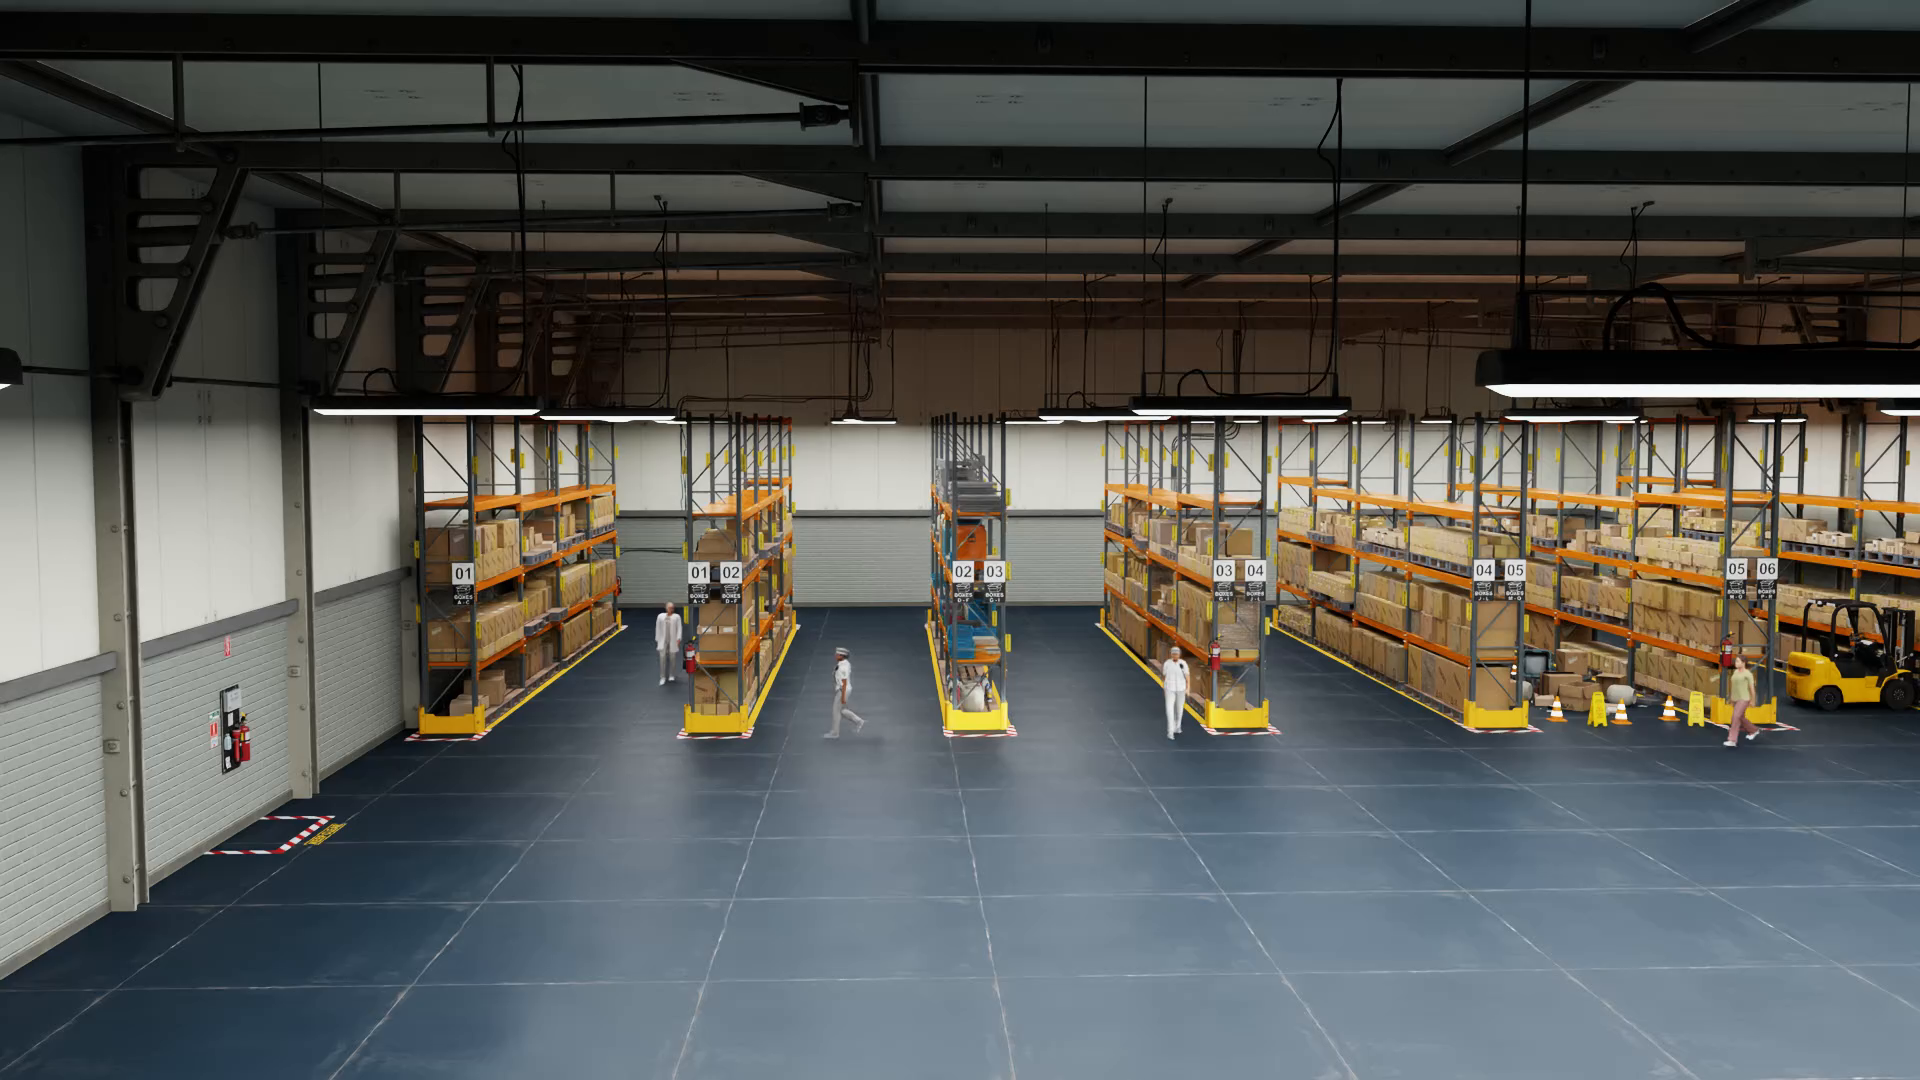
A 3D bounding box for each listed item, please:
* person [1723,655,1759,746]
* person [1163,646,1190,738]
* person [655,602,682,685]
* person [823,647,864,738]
[{"bbox_3d":[14.062,2.868,29.837,0.996,1.625,0.448,-2,4,-24],"label":"person"},{"bbox_3d":[4.014,2.797,30.789,0.498,1.640,0.830,0,4,3],"label":"person"},{"bbox_3d":[-6.534,2.319,37.257,0.607,1.814,0.739,-1,4,-8],"label":"person"},{"bbox_3d":[-2.148,2.800,30.656,0.776,1.656,0.479,0,4,-5],"label":"person"}]
